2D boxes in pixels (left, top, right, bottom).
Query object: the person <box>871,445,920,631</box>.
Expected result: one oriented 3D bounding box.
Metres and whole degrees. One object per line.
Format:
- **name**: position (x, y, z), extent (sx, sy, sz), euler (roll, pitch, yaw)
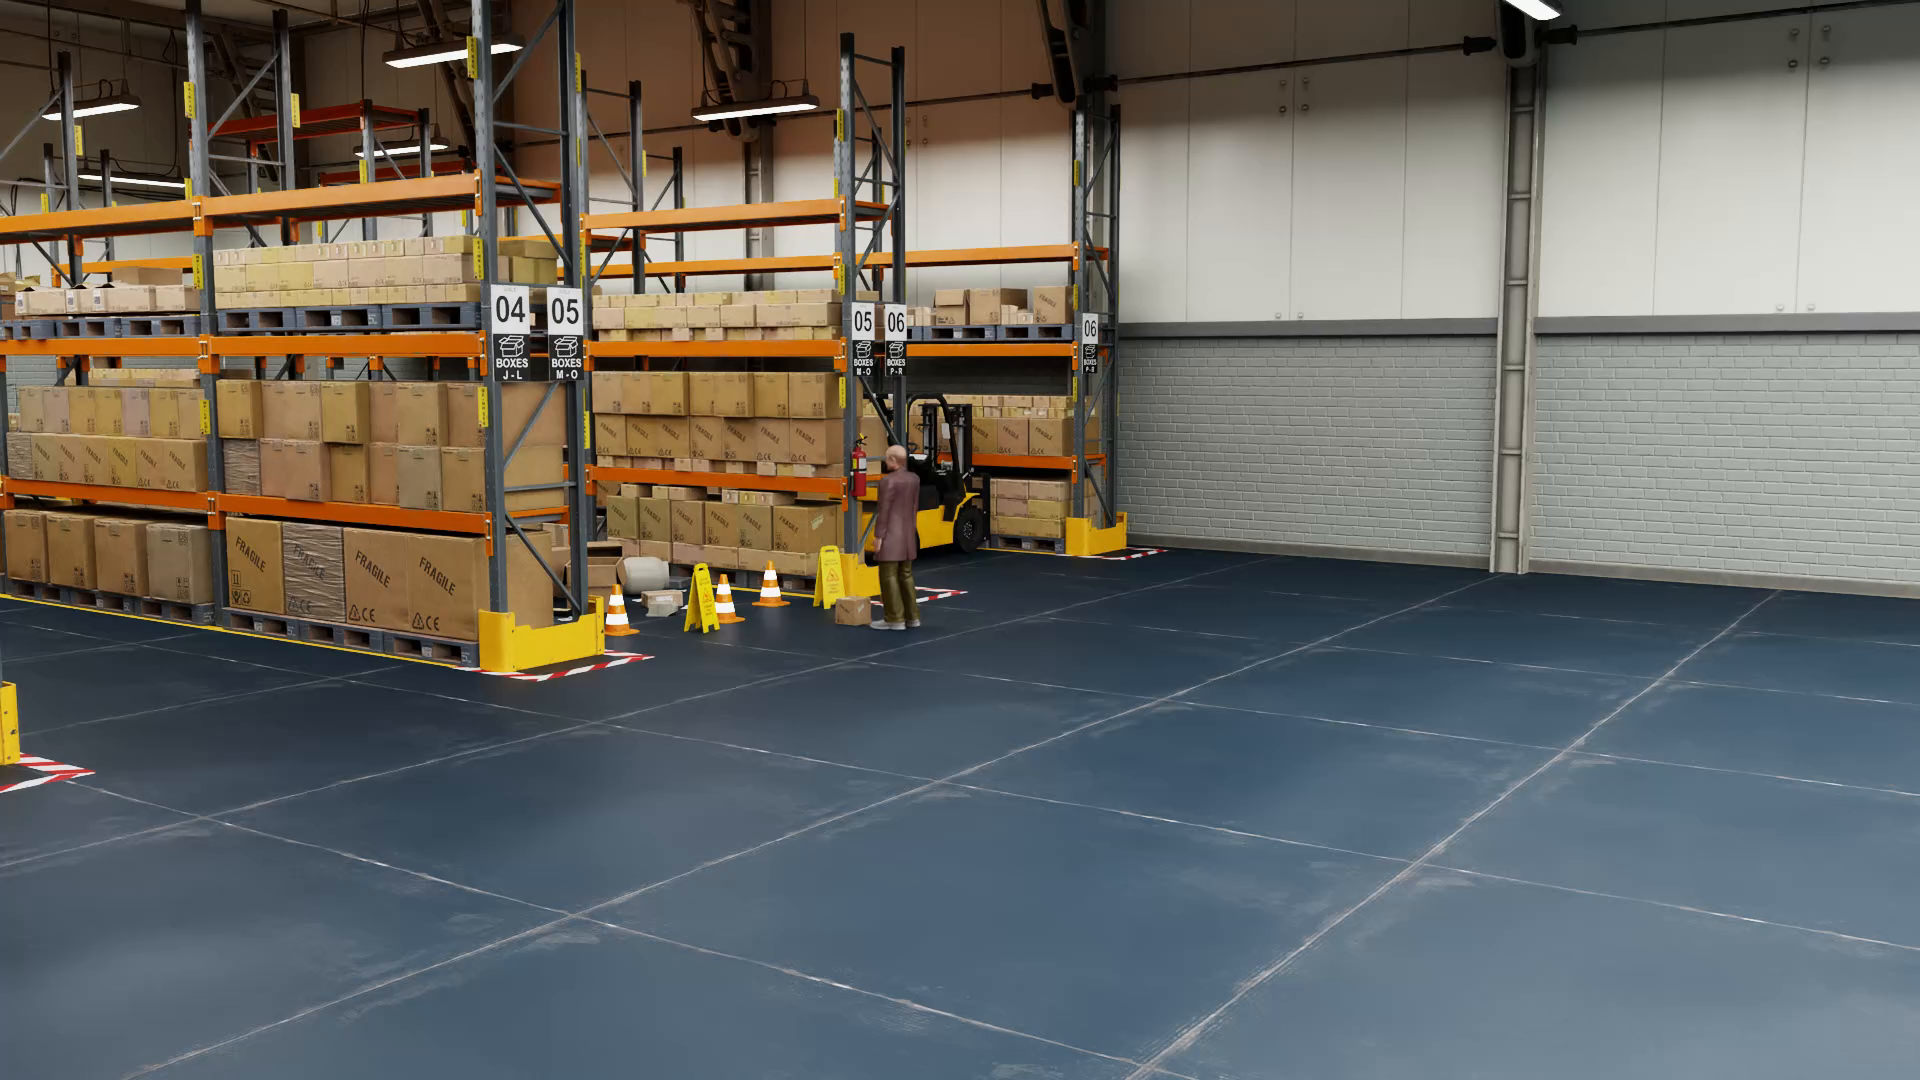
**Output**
- **person**: position (-0.635, -0.027, 16.024), extent (0.377, 1.776, 0.565), euler (4, 8, 35)
